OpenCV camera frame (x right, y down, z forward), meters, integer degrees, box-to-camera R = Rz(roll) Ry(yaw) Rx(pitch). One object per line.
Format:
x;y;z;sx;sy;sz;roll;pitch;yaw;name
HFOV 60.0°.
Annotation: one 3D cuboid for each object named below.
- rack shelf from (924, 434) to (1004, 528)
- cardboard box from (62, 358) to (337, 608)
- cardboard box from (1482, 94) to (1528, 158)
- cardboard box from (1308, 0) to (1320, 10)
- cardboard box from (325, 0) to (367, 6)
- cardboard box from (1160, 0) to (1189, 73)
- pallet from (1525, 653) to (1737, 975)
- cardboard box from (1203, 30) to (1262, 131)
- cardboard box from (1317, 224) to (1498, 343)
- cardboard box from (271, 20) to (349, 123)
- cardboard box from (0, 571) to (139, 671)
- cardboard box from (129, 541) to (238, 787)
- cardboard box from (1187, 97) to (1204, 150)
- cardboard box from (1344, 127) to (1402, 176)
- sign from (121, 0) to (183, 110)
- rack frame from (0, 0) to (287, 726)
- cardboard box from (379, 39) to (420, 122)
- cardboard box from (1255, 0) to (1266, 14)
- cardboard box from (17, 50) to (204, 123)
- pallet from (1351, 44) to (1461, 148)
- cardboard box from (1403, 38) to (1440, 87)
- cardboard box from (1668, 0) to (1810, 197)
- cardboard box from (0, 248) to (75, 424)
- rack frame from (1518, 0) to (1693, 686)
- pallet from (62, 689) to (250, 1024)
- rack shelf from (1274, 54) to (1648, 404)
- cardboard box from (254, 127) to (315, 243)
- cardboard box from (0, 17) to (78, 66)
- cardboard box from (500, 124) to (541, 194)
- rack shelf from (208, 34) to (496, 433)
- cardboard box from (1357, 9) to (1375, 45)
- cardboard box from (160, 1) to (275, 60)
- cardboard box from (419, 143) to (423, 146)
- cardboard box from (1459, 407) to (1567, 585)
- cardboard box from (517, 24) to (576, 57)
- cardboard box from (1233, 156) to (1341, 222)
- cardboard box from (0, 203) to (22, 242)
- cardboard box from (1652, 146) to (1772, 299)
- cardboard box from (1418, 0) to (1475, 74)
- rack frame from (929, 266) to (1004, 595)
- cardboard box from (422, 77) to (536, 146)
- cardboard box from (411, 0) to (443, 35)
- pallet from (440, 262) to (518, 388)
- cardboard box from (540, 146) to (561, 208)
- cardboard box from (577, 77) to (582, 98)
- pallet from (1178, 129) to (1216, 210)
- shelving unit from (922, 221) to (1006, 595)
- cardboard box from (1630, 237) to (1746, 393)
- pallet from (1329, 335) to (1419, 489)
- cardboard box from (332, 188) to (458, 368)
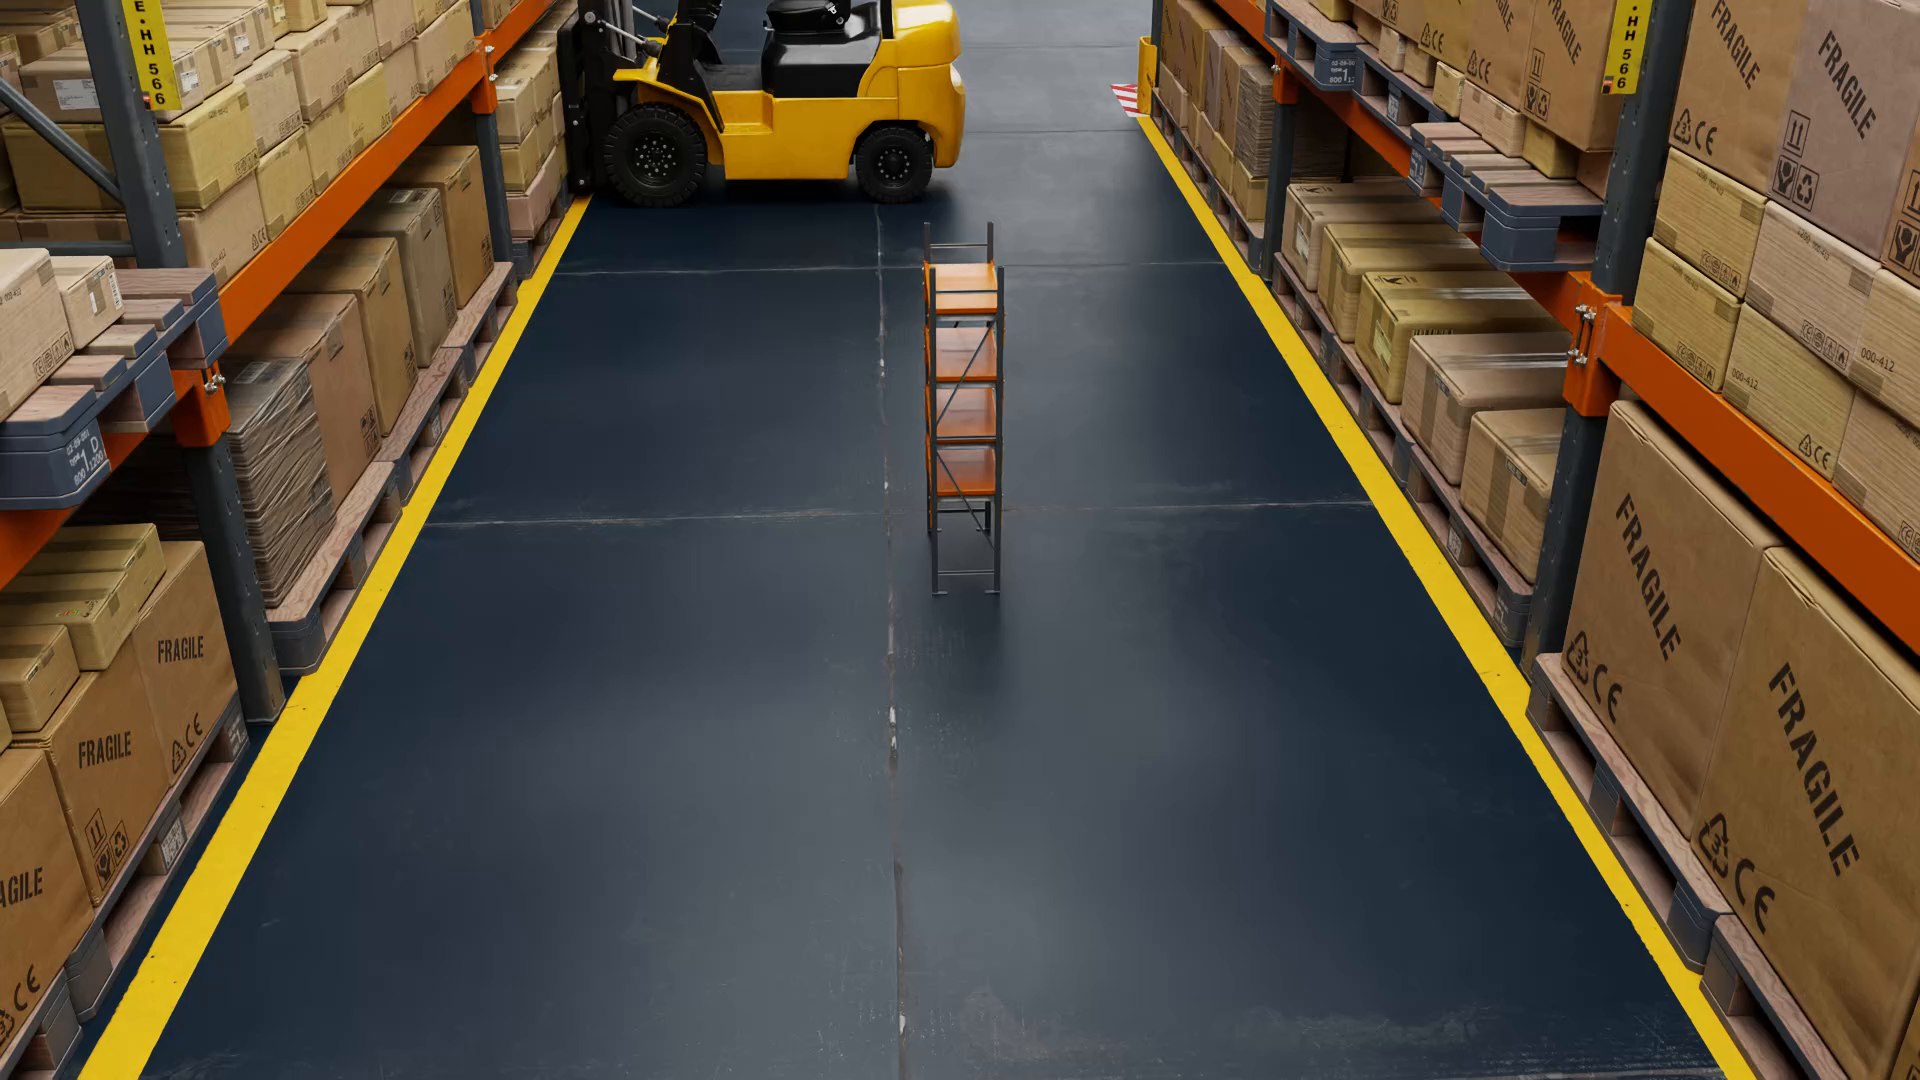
0.009;-0.220;5.949;0.258;0.148;0.480;-1;28;-3;rack shelf
-2.644;-0.195;5.493;0.875;0.625;0.625;-1;28;-1;cardboard box
1.935;-1.352;5.417;0.380;0.149;0.250;-2;28;-3;cardboard box
1.836;-2.554;7.720;0.380;0.149;0.250;-1;28;-2;cardboard box
-2.407;-2.090;6.204;0.380;0.149;0.250;-2;28;-4;cardboard box
1.682;-3.498;11.422;0.500;0.500;0.500;-2;28;-4;cardboard box
2.298;0.708;4.665;1.003;0.211;1.213;-1;28;-3;pallet
1.768;-2.779;10.042;0.500;0.500;0.500;0;28;0;cardboard box
2.194;-1.189;7.673;0.950;0.372;0.625;0;28;1;cardboard box
-2.439;-1.612;5.719;0.500;0.250;0.500;-2;28;-4;cardboard box
-2.301;0.209;4.154;0.380;0.149;0.250;-3;28;-5;cardboard box
-2.388;0.339;4.605;0.500;0.500;0.500;-1;28;-1;cardboard box
1.740;-2.689;10.682;0.500;0.250;0.500;0;28;1;cardboard box
2.362;-2.320;9.164;0.500;0.500;0.500;0;28;0;cardboard box
-2.084;-1.269;4.273;0.100;0.325;0.005;-1;28;-3;sign
-2.625;-0.773;4.488;1.000;3.000;0.127;-1;28;-3;rack frame
-2.519;-1.865;6.745;0.500;0.250;0.500;-1;28;-2;cardboard box
1.782;-2.887;8.812;0.380;0.149;0.250;-1;28;-1;cardboard box
-2.348;-1.259;4.611;0.380;0.149;0.250;-1;28;-1;cardboard box
2.187;-1.723;6.517;1.003;0.211;1.213;-1;28;-3;pallet
1.920;-1.829;6.330;0.380;0.149;0.250;-2;28;-4;cardboard box
2.113;-1.149;4.019;0.500;0.500;0.500;-2;28;-4;cardboard box
-2.247;-0.413;3.507;0.500;0.250;0.500;-3;28;-5;cardboard box
2.332;-0.895;4.722;1.000;3.000;0.127;-1;28;-3;rack frame
-2.624;0.809;4.471;1.003;0.211;1.213;-1;28;-3;pallet
2.227;-1.499;6.659;1.077;0.370;4.000;-1;28;-3;rack shelf
-2.426;-1.150;5.373;0.500;0.250;0.500;-2;28;-4;cardboard box
-2.922;-1.490;5.053;0.380;0.149;0.250;-1;28;-3;cardboard box
-2.551;-2.040;8.896;0.500;0.250;0.500;-2;28;-3;cardboard box
-2.730;-1.378;6.426;1.077;0.370;4.000;-1;28;-3;rack shelf
1.903;-2.189;7.022;0.380;0.149;0.250;-1;28;-2;cardboard box
-2.428;-1.621;5.305;0.380;0.149;0.250;-1;28;-2;cardboard box
-3.053;-2.253;8.765;0.500;0.250;0.500;-1;28;-2;cardboard box
2.312;-0.177;5.733;0.950;0.372;0.625;-3;28;-6;cardboard box
-2.620;-2.970;10.139;0.500;0.250;0.500;-2;28;-4;cardboard box
1.823;-1.975;9.313;0.500;0.250;0.500;0;28;0;cardboard box
-2.904;-0.908;4.909;0.500;0.250;0.500;-2;28;-4;cardboard box
2.111;-0.810;4.181;0.500;0.250;0.500;-2;28;-3;cardboard box
1.965;-1.932;5.826;0.500;0.500;0.500;-3;28;-6;cardboard box
0.021;-0.343;5.610;0.240;1.200;0.015;-1;28;-3;rack frame
-2.546;-2.262;8.781;0.500;0.250;0.500;-2;28;-3;cardboard box
-2.519;-2.317;7.071;0.500;0.250;0.500;-2;28;-4;cardboard box
-2.757;-1.045;8.024;1.003;0.211;1.213;-1;28;-3;pallet
-2.571;-2.053;9.462;0.500;0.250;0.500;-2;28;-4;cardboard box
-2.619;-2.738;10.235;0.500;0.250;0.500;-1;28;-3;cardboard box
1.986;-2.380;10.584;1.003;0.211;1.213;-1;28;-3;pallet
0.009;-0.456;5.826;0.258;1.200;0.503;-1;28;-3;shelving unit
2.106;-0.596;4.311;0.500;0.250;0.500;-2;28;-4;cardboard box
2.232;-0.581;7.136;1.003;0.211;1.213;-1;28;-3;pallet
-2.763;-1.154;7.333;0.875;0.625;0.625;-2;28;-3;cardboard box
